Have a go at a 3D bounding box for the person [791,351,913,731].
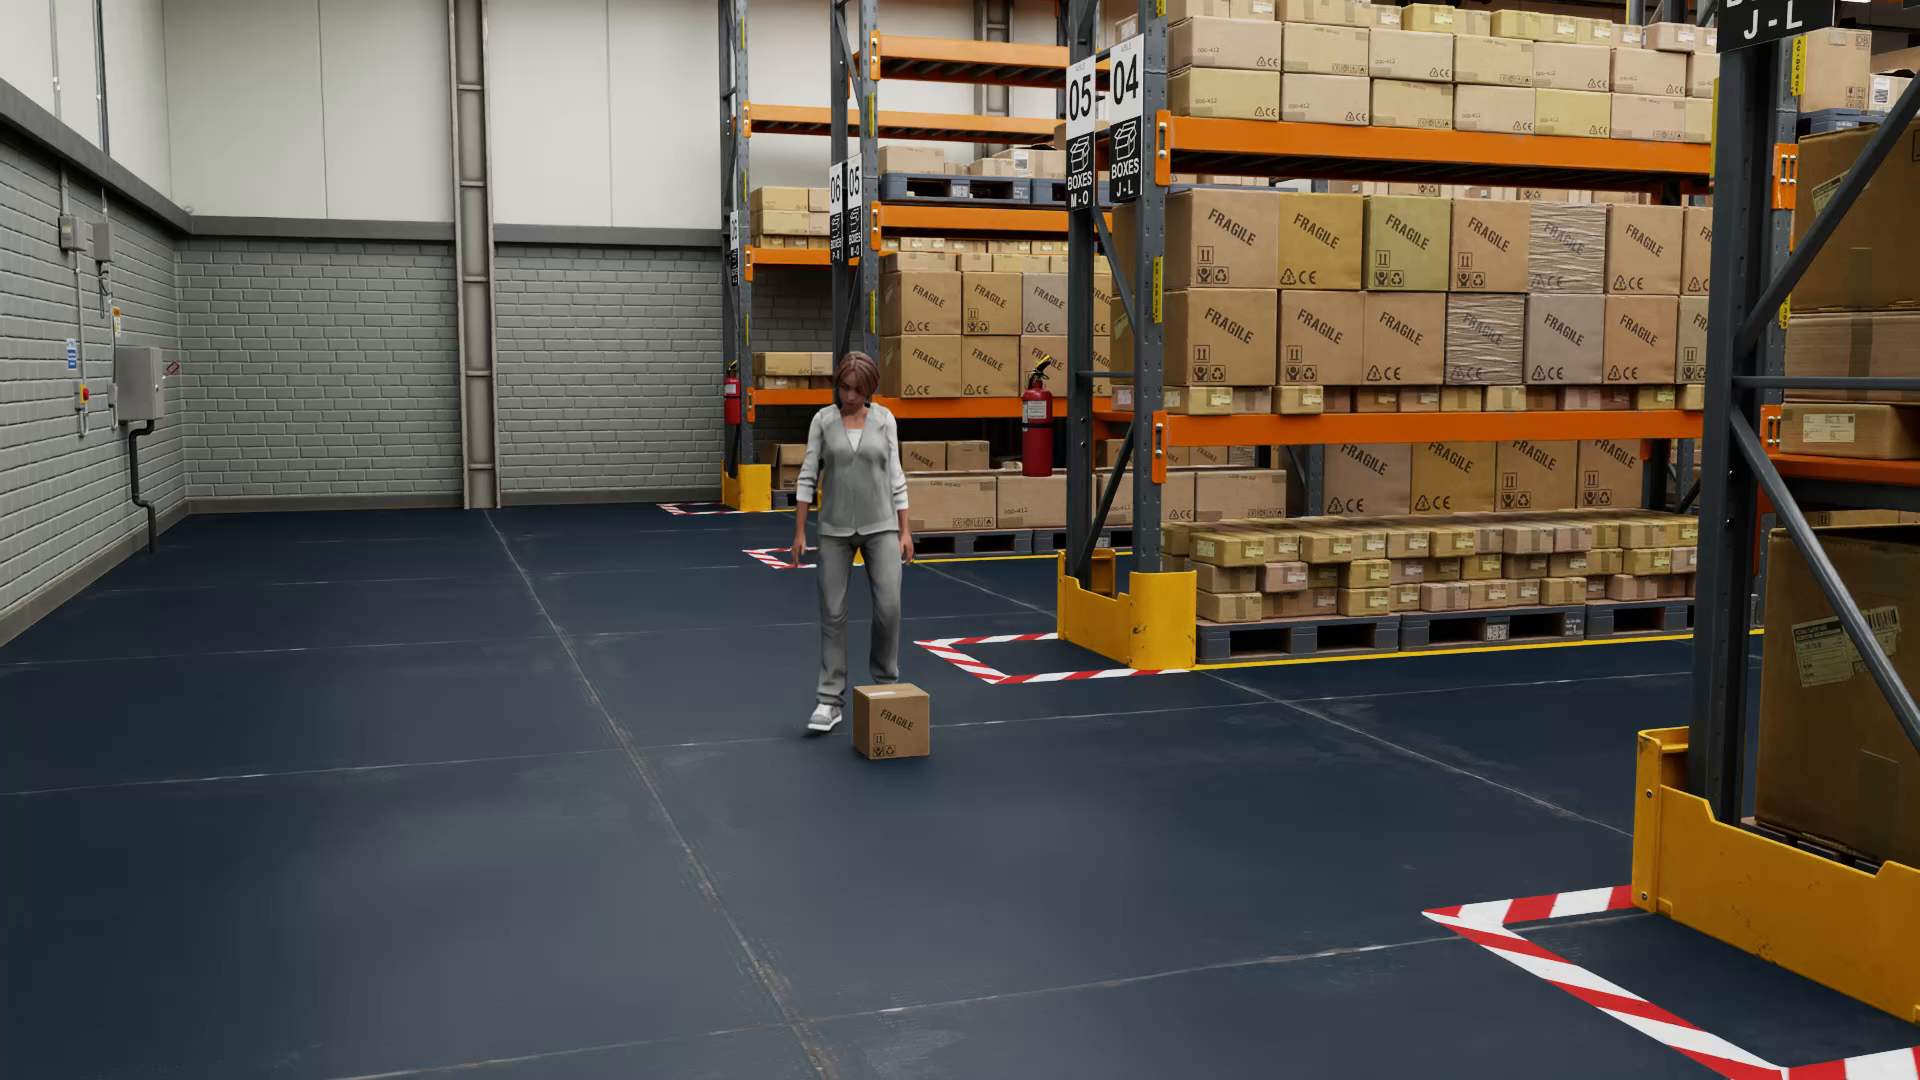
[{"bbox_3d":[-0.459,-0.003,7.093,0.521,1.599,0.411,0,6,-2],"label":"person"}]
